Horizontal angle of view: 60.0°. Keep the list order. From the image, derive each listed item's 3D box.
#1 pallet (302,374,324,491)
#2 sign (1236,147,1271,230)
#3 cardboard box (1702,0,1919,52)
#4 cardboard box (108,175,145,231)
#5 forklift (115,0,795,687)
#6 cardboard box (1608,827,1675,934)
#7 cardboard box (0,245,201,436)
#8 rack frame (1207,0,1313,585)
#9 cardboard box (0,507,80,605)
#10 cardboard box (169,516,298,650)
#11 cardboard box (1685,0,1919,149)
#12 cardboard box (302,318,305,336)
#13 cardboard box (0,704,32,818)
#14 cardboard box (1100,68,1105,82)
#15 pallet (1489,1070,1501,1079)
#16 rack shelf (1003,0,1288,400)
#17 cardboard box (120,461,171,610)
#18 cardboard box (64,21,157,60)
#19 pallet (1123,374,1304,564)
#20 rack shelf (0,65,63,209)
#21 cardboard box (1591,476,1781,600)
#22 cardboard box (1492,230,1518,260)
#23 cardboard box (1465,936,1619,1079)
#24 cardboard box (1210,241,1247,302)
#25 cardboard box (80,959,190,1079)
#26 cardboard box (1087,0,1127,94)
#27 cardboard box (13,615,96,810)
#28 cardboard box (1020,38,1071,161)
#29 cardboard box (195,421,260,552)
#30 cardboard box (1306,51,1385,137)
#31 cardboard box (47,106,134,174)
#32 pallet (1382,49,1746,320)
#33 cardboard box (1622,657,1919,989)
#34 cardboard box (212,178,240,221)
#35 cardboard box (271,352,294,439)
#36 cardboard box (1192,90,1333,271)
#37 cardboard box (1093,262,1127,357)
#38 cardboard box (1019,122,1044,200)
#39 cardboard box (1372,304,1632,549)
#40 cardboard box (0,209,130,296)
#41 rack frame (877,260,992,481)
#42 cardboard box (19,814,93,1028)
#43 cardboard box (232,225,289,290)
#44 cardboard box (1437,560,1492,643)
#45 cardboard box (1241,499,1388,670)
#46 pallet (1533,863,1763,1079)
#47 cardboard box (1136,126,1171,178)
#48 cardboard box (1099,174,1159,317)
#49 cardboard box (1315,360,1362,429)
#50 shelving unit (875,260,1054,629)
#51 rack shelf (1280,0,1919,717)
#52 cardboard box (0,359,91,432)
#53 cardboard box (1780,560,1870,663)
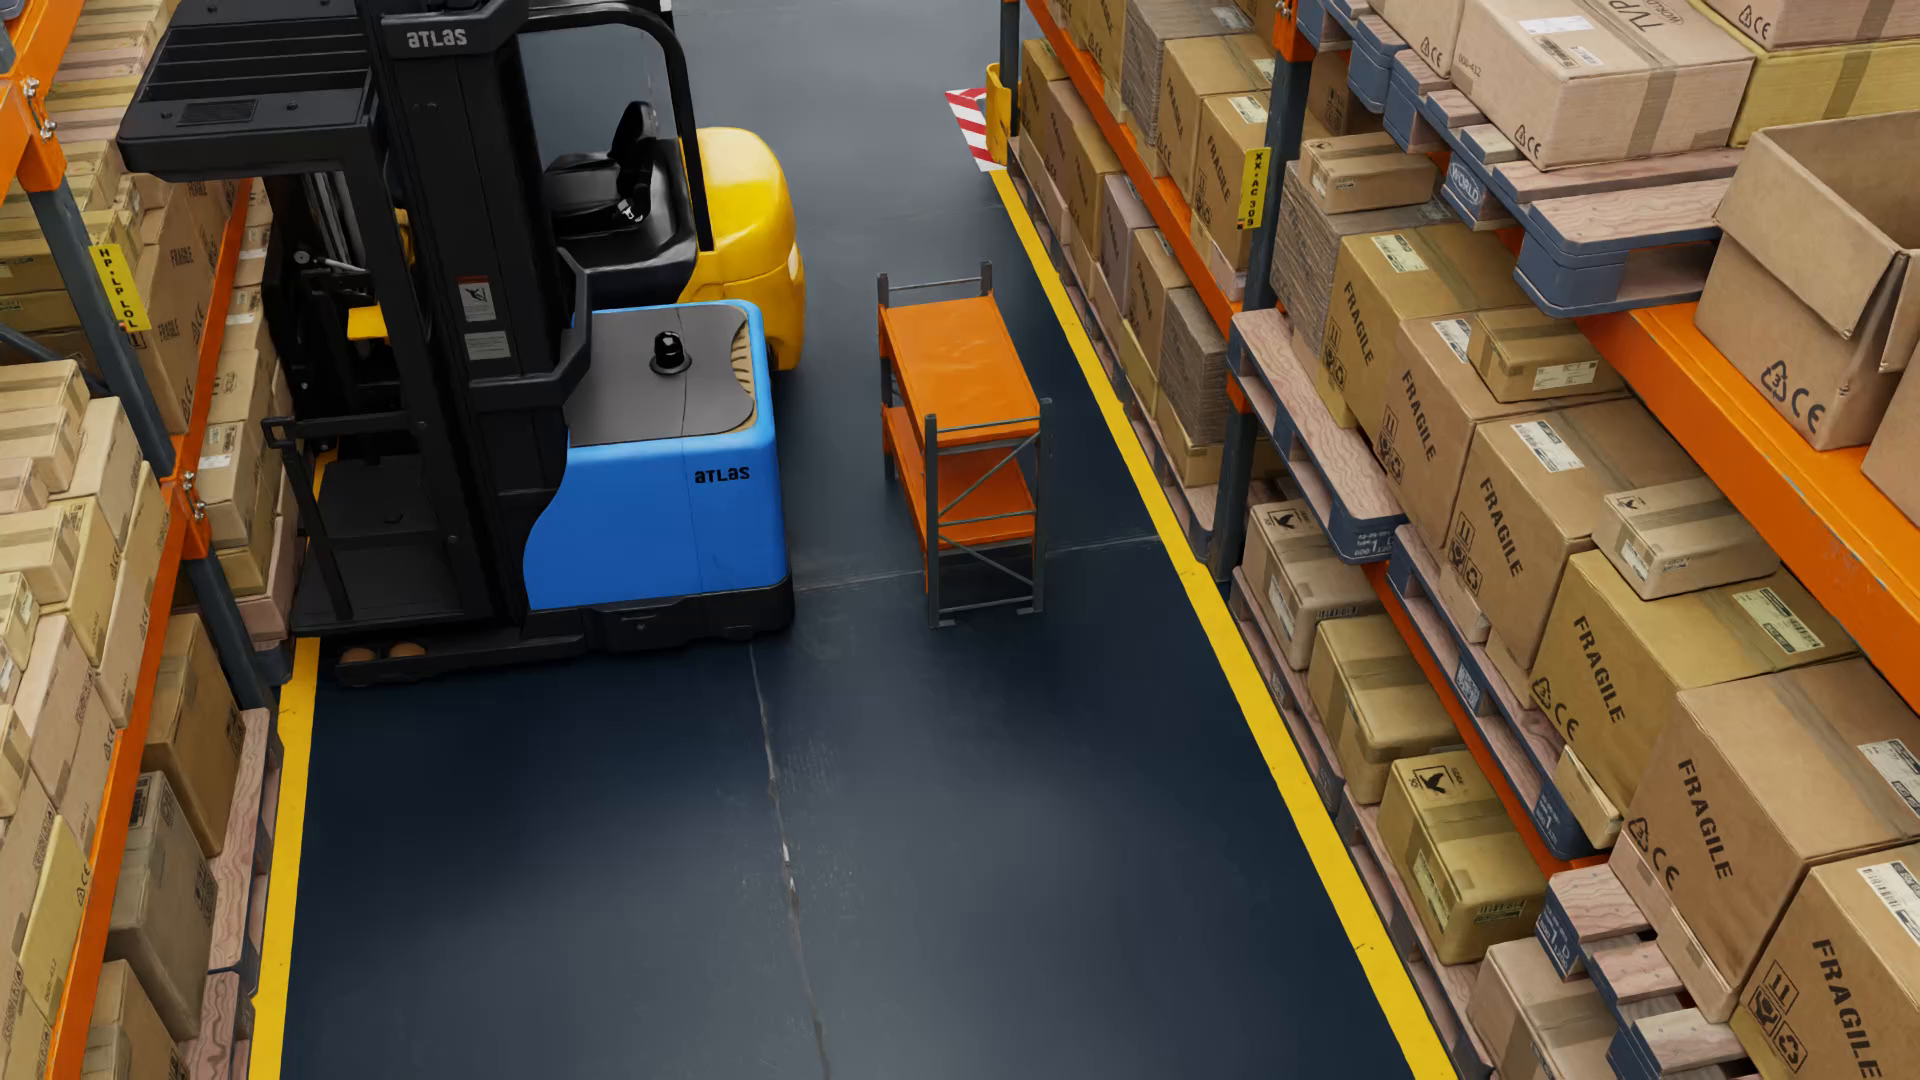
[{"bbox_3d":[-3.642,-0.596,8.044,1.003,0.211,1.213,-8,42,-9],"label":"pallet"},{"bbox_3d":[1.073,-1.279,6.061,0.100,0.325,0.005,-8,42,-9],"label":"sign"},{"bbox_3d":[2.093,-1.432,4.046,0.500,0.250,0.500,-8,42,-9],"label":"cardboard box"},{"bbox_3d":[-3.197,-1.182,6.039,0.380,0.149,0.250,-8,42,-9],"label":"cardboard box"},{"bbox_3d":[-2.264,-0.868,6.302,3.031,2.935,1.130,-6,42,-6],"label":"forklift"},{"bbox_3d":[1.891,0.828,4.212,0.380,0.149,0.250,-10,43,-11],"label":"cardboard box"},{"bbox_3d":[-3.085,-0.687,5.971,0.500,0.500,0.500,-9,42,-10],"label":"cardboard box"},{"bbox_3d":[1.602,-1.038,6.442,1.000,3.000,0.127,-8,42,-9],"label":"rack frame"},{"bbox_3d":[-2.693,0.067,4.633,0.380,0.149,0.250,-10,42,-11],"label":"cardboard box"},{"bbox_3d":[-3.025,0.185,6.818,0.500,0.250,0.500,-8,42,-9],"label":"cardboard box"},{"bbox_3d":[2.082,-1.244,4.211,0.500,0.250,0.500,-8,42,-9],"label":"cardboard box"},{"bbox_3d":[-3.366,-0.804,7.933,0.500,0.250,0.500,-7,42,-8],"label":"cardboard box"},{"bbox_3d":[-2.516,0.570,4.067,0.380,0.149,0.250,-9,42,-10],"label":"cardboard box"},{"bbox_3d":[0.898,-2.270,8.019,0.380,0.149,0.250,-9,42,-10],"label":"cardboard box"},{"bbox_3d":[2.298,2.090,5.018,1.003,0.211,1.213,-8,42,-9],"label":"pallet"},{"bbox_3d":[1.170,-2.066,8.141,1.077,0.370,4.000,-8,42,-9],"label":"rack shelf"},{"bbox_3d":[-2.880,0.020,5.362,0.500,0.250,0.500,-7,42,-8],"label":"cardboard box"},{"bbox_3d":[-3.450,-1.948,6.679,0.380,0.149,0.250,-8,42,-9],"label":"cardboard box"},{"bbox_3d":[1.422,-0.426,7.852,1.003,0.211,1.213,-8,42,-9],"label":"pallet"},{"bbox_3d":[-2.813,0.119,3.421,1.077,0.370,4.000,-8,42,-9],"label":"rack shelf"},{"bbox_3d":[1.836,-0.014,4.184,0.380,0.149,0.250,-10,43,-11],"label":"cardboard box"},{"bbox_3d":[2.034,-0.756,5.509,0.500,0.500,0.500,-8,42,-9],"label":"cardboard box"},{"bbox_3d":[2.186,1.535,5.206,0.950,0.372,0.625,-9,42,-10],"label":"cardboard box"},{"bbox_3d":[1.235,-1.109,6.711,0.380,0.149,0.250,-9,42,-10],"label":"cardboard box"},{"bbox_3d":[-2.796,1.734,4.791,0.875,0.625,0.625,-10,43,-11],"label":"cardboard box"},{"bbox_3d":[0.913,-2.439,7.721,0.500,0.500,0.500,-9,42,-10],"label":"cardboard box"},{"bbox_3d":[-2.666,0.491,4.456,0.500,0.250,0.500,-8,42,-8],"label":"cardboard box"},{"bbox_3d":[0.648,-2.463,9.236,0.500,0.500,0.500,-10,43,-11],"label":"cardboard box"},{"bbox_3d":[-3.042,-0.186,6.483,0.500,0.250,0.500,-9,42,-10],"label":"cardboard box"},{"bbox_3d":[1.718,-1.877,6.334,0.700,0.500,0.500,-9,42,-10],"label":"cardboard box"},{"bbox_3d":[-3.187,-1.467,6.137,0.380,0.149,0.250,-7,42,-8],"label":"cardboard box"},{"bbox_3d":[1.858,-1.003,4.284,1.213,0.211,1.003,-8,42,-9],"label":"pallet"},{"bbox_3d":[1.973,0.660,3.913,0.500,0.500,0.500,-9,42,-10],"label":"cardboard box"},{"bbox_3d":[-3.412,-1.680,7.089,0.500,0.500,0.500,-8,42,-9],"label":"cardboard box"},{"bbox_3d":[-3.255,-0.652,7.385,0.500,0.250,0.500,-9,42,-10],"label":"cardboard box"},{"bbox_3d":[1.263,-1.439,6.594,0.500,0.500,0.500,-9,42,-10],"label":"cardboard box"},{"bbox_3d":[0.982,-1.186,8.363,0.500,0.250,0.500,-8,42,-9],"label":"cardboard box"},{"bbox_3d":[0.642,-2.197,9.503,0.500,0.250,0.500,-9,42,-10],"label":"cardboard box"},{"bbox_3d":[1.625,-0.352,5.053,0.500,0.500,0.500,-9,42,-10],"label":"cardboard box"},{"bbox_3d":[-3.023,-0.965,5.571,0.380,0.149,0.250,-8,42,-8],"label":"cardboard box"},{"bbox_3d":[-0.108,-0.746,7.525,0.500,1.125,0.032,-8,42,-9],"label":"rack frame"},{"bbox_3d":[-2.570,1.005,4.253,0.500,0.250,0.500,-7,42,-8],"label":"cardboard box"},{"bbox_3d":[-3.367,-1.181,7.605,0.500,0.250,0.500,-9,42,-10],"label":"cardboard box"},{"bbox_3d":[1.667,0.151,4.975,0.380,0.149,0.250,-7,42,-8],"label":"cardboard box"},{"bbox_3d":[1.717,0.127,6.792,0.950,0.372,0.625,-8,42,-9],"label":"cardboard box"},{"bbox_3d":[2.207,1.179,4.088,1.213,0.211,1.003,-8,42,-9],"label":"pallet"},{"bbox_3d":[1.012,-1.767,7.452,0.380,0.149,0.250,-9,42,-10],"label":"cardboard box"},{"bbox_3d":[0.989,-1.453,8.099,0.500,0.500,0.500,-6,42,-7],"label":"cardboard box"},{"bbox_3d":[1.458,-0.535,5.748,0.380,0.149,0.250,-8,42,-8],"label":"cardboard box"},{"bbox_3d":[0.001,-0.416,7.153,0.538,1.125,1.048,-8,42,-9],"label":"shelving unit"},{"bbox_3d":[2.033,-0.595,4.225,1.077,0.370,4.000,-8,42,-9],"label":"rack shelf"},{"bbox_3d":[-2.954,-0.415,5.176,0.380,0.149,0.250,-7,42,-8],"label":"cardboard box"},{"bbox_3d":[2.353,0.244,4.382,0.500,0.500,0.500,-8,42,-9],"label":"cardboard box"}]
